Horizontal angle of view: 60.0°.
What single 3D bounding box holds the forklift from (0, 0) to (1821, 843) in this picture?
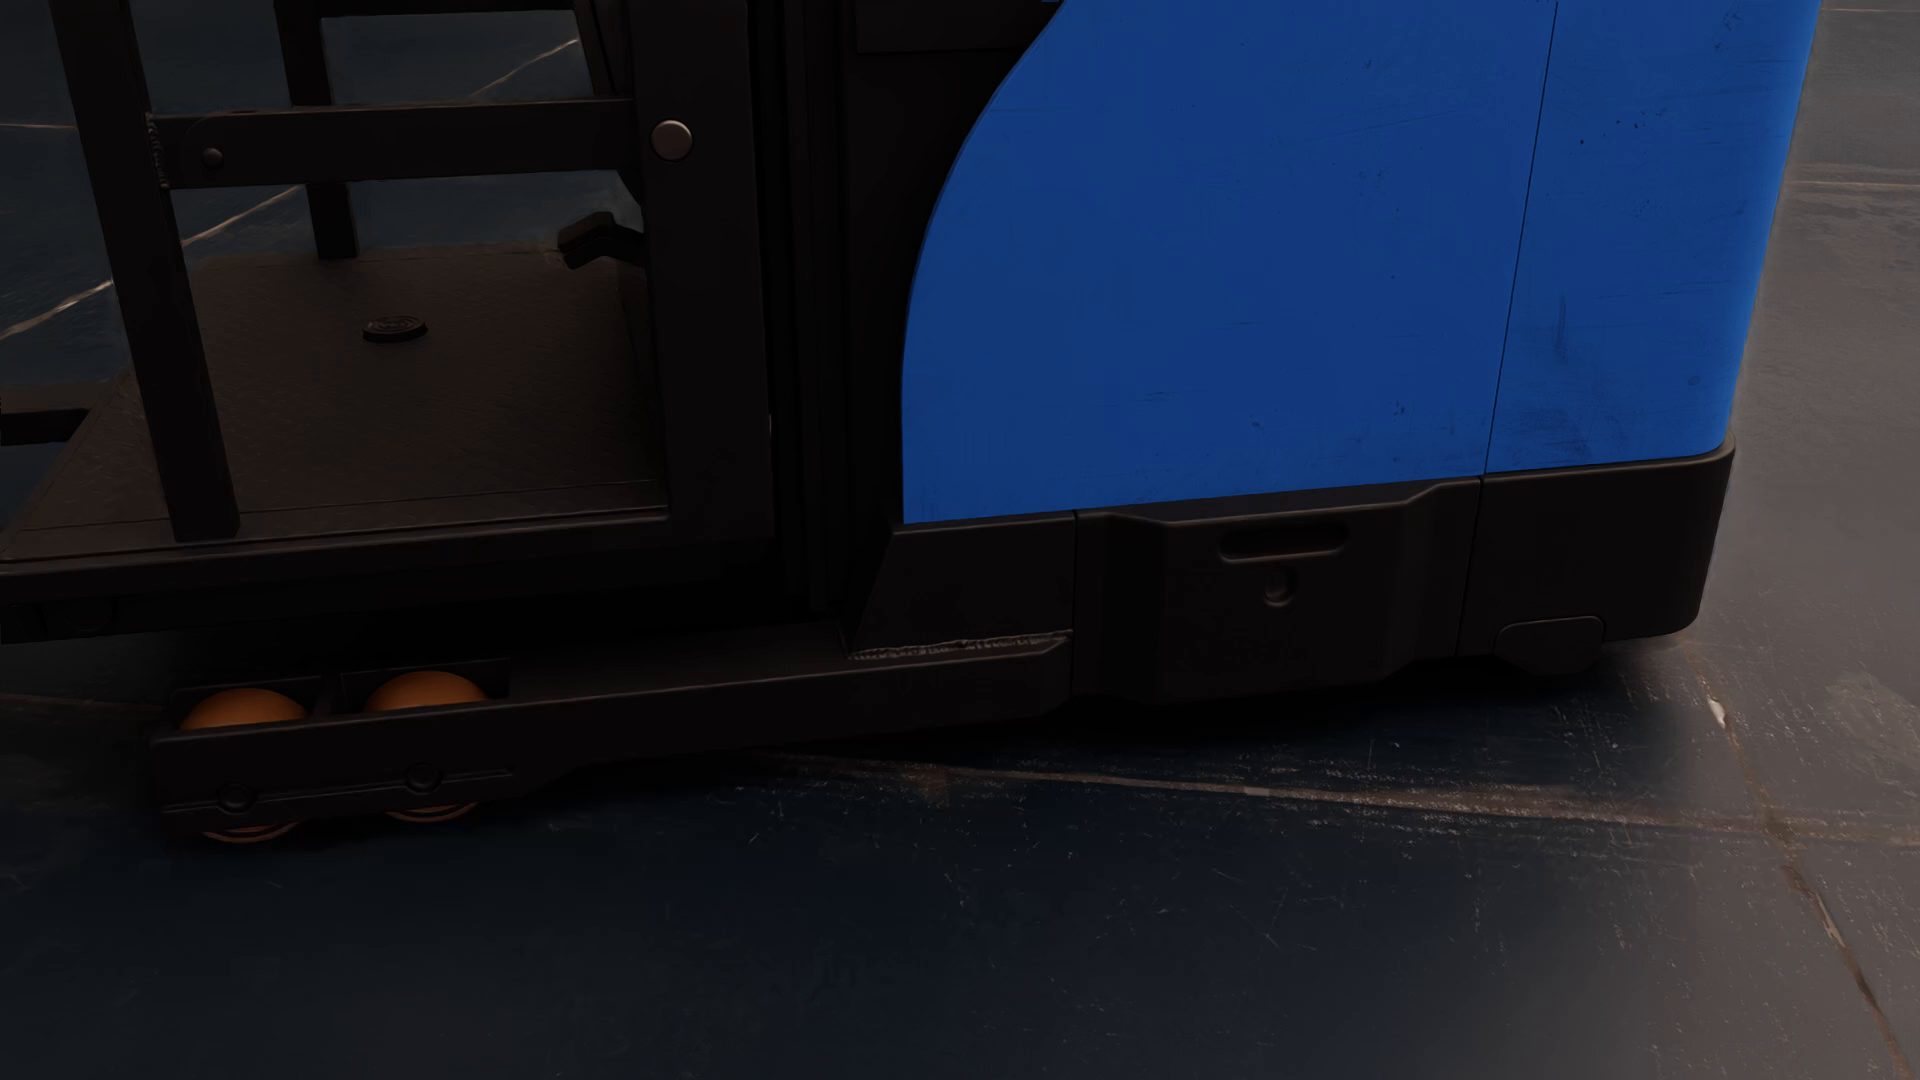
[{"bbox_3d":[-0.606,-1.235,1.692,3.031,2.935,1.130,-5,27,-10],"label":"forklift"}]
